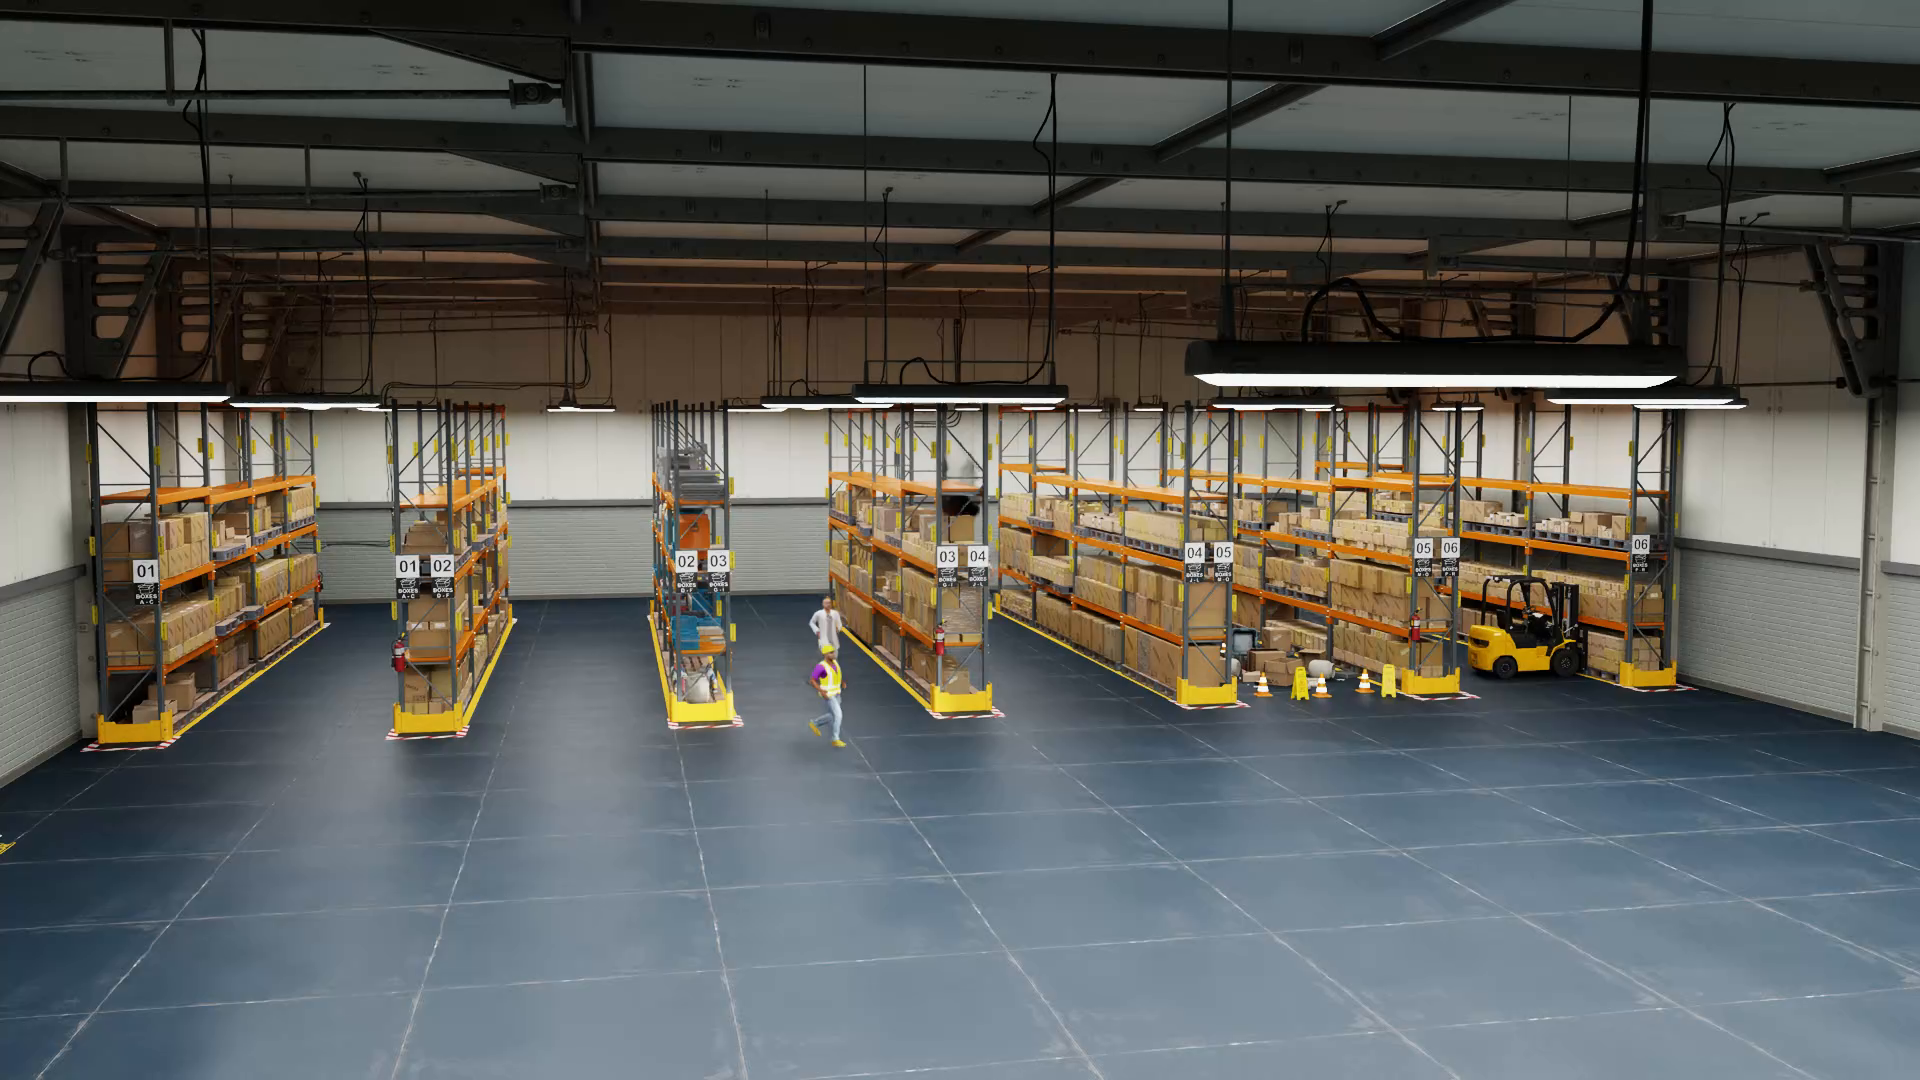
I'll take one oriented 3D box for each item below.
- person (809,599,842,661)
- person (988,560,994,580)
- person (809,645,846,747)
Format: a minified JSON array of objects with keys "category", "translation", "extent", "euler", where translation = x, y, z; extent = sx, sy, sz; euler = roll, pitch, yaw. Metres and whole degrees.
[{"category":"person","translation":[-2.897,2.135,36.098],"extent":[0.714,1.733,0.812],"euler":[-2,5,-23]},{"category":"person","translation":[0.664,1.191,49.399],"extent":[0.578,1.620,0.625],"euler":[-3,5,-35]},{"category":"person","translation":[-2.294,2.686,28.862],"extent":[0.751,1.754,0.692],"euler":[2,5,27]}]
